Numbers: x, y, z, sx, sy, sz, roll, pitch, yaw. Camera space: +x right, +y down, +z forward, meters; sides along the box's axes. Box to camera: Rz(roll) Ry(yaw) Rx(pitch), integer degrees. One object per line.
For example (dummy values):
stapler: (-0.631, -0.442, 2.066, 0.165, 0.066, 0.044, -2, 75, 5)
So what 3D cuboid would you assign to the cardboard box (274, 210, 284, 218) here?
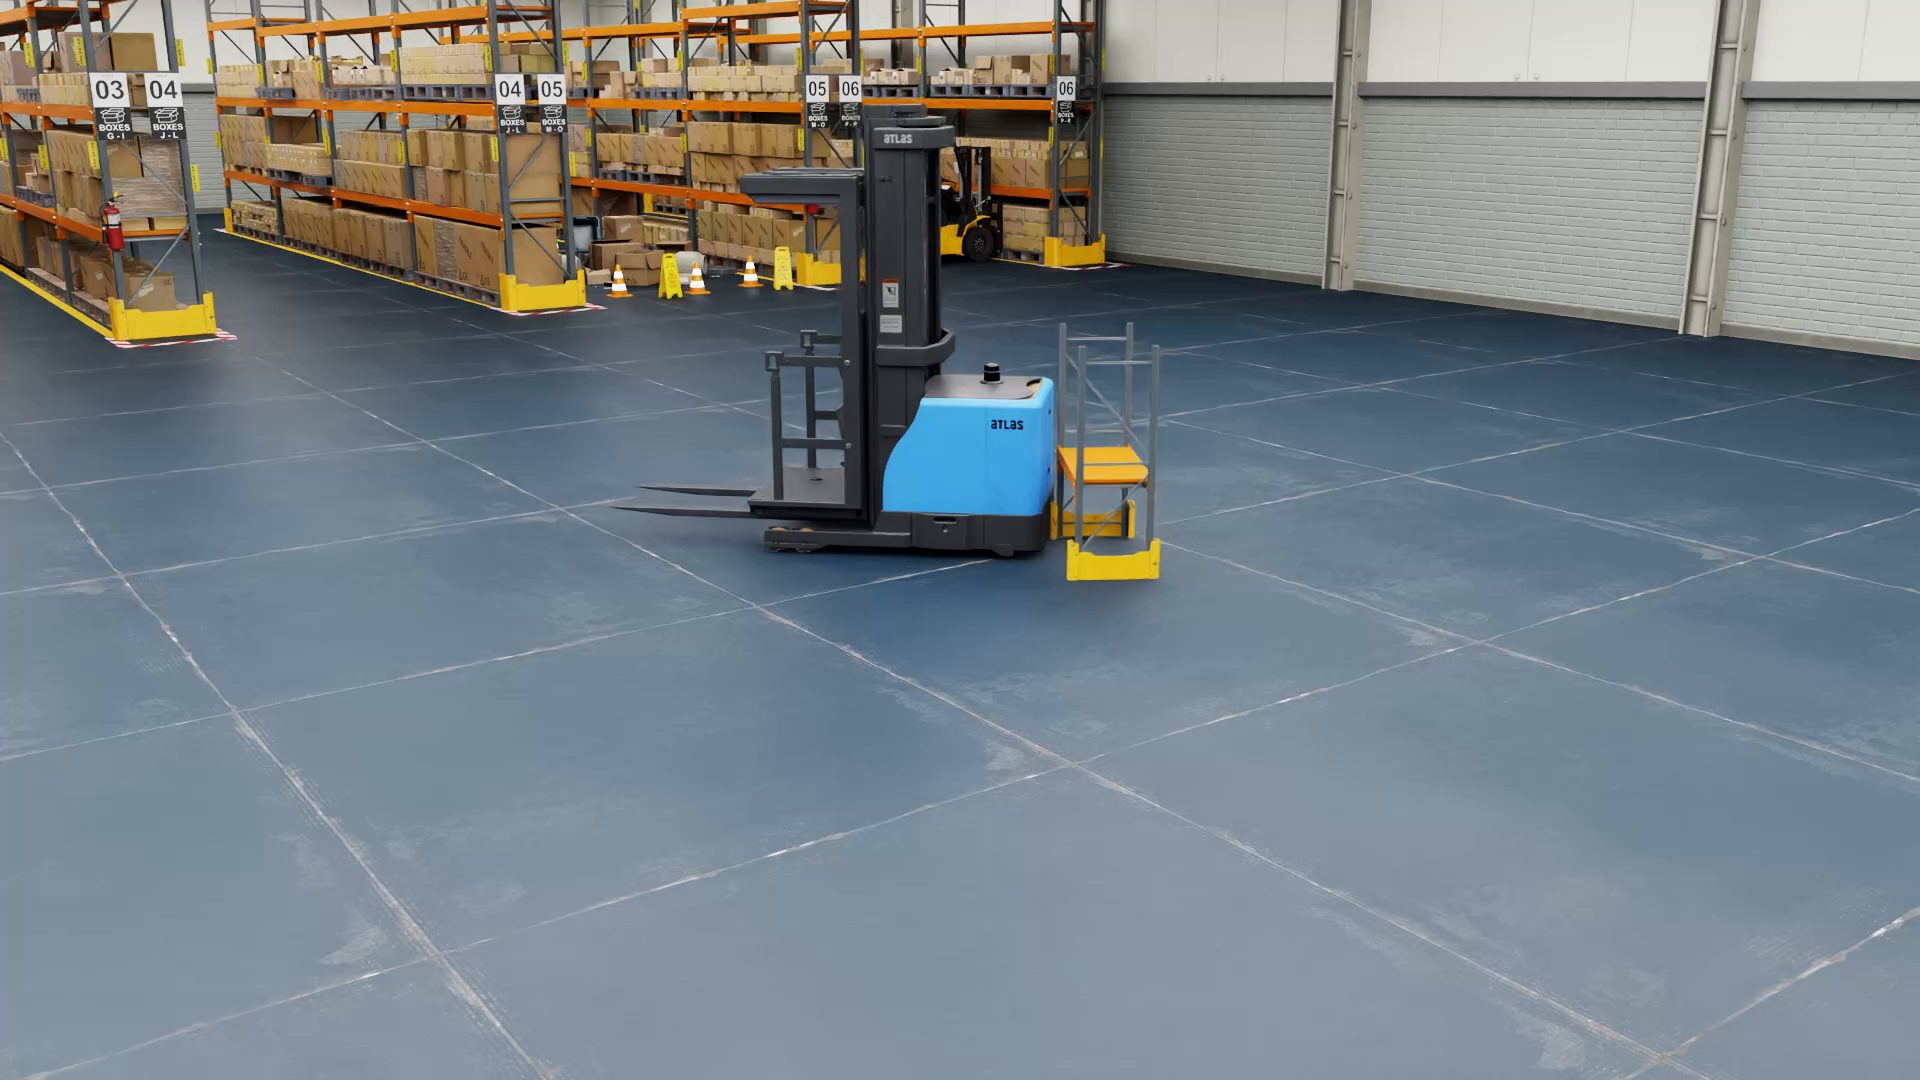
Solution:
cardboard box: (-13.418, -6.486, 33.068, 0.380, 0.149, 0.250, -10, 18, -33)

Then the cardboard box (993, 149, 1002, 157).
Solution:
cardboard box: (0.811, -6.996, 30.037, 0.380, 0.149, 0.250, -11, 19, -34)

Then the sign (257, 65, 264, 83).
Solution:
sign: (-13.432, -8.946, 31.918, 0.100, 0.325, 0.005, -11, 19, -35)

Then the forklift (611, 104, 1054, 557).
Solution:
forklift: (-0.889, -1.460, 11.360, 3.031, 2.935, 1.130, 2, 15, 8)

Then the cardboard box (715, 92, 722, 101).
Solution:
cardboard box: (-3.906, -7.478, 28.011, 0.380, 0.149, 0.250, -10, 18, -33)

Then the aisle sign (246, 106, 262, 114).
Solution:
aisle sign: (-15.150, -9.506, 35.701, 0.394, 0.787, 0.004, -11, 19, -35)

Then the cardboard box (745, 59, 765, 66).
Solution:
cardboard box: (-4.623, -10.710, 37.487, 0.396, 0.266, 0.258, -11, 19, -35)

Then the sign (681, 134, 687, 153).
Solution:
sign: (-4.796, -6.889, 28.870, 0.100, 0.325, 0.005, -11, 19, -35)

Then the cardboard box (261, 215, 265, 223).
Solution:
cardboard box: (-14.015, -6.555, 33.885, 0.380, 0.149, 0.250, -10, 18, -33)

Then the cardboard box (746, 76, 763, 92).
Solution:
cardboard box: (-3.120, -7.366, 26.846, 0.500, 0.250, 0.500, -10, 18, -33)

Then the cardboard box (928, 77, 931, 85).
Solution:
cardboard box: (-0.677, -8.977, 32.500, 0.380, 0.149, 0.250, -11, 19, -35)

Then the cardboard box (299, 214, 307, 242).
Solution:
cardboard box: (-12.147, -5.911, 31.431, 0.500, 0.500, 0.500, -10, 18, -34)

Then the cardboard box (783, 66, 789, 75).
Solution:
cardboard box: (-2.556, -7.361, 26.071, 0.380, 0.149, 0.250, -10, 18, -34)

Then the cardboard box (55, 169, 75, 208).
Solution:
cardboard box: (-11.886, -4.853, 22.872, 0.875, 0.500, 0.500, -11, 19, -35)

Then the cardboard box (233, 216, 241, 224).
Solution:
cardboard box: (-15.301, -6.856, 35.547, 0.380, 0.149, 0.250, -10, 18, -33)

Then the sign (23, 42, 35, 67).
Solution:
sign: (-12.812, -6.678, 22.887, 0.100, 0.325, 0.005, -11, 19, -35)

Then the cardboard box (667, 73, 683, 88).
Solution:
cardboard box: (-4.810, -8.096, 29.282, 0.500, 0.250, 0.500, -11, 19, -36)

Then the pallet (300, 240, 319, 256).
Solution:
pallet: (-11.817, -5.564, 31.505, 1.003, 0.211, 1.213, -11, 19, -35)

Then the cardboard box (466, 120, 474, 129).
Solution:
cardboard box: (-10.735, -9.146, 37.225, 0.500, 0.500, 0.500, -11, 19, -35)

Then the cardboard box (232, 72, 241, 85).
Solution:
cardboard box: (-14.408, -9.342, 33.683, 0.500, 0.250, 0.500, -12, 19, -37)

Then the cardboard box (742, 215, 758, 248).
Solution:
cardboard box: (-3.280, -5.152, 27.708, 0.500, 0.500, 0.500, -11, 19, -36)

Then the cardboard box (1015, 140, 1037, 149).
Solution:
cardboard box: (1.202, -7.047, 29.660, 0.380, 0.149, 0.250, -11, 19, -34)

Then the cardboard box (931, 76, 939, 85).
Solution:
cardboard box: (-0.319, -8.622, 31.205, 0.380, 0.149, 0.250, -10, 18, -33)

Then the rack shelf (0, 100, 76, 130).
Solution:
rack shelf: (-13.542, -6.406, 24.980, 1.077, 0.370, 4.000, -11, 19, -35)

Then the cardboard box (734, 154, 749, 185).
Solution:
cardboard box: (-3.404, -6.154, 27.626, 0.500, 0.500, 0.500, -11, 19, -34)

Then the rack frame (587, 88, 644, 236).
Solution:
rack frame: (-6.701, -7.271, 32.461, 1.000, 3.000, 0.127, -11, 19, -35)

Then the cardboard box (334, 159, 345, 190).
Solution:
cardboard box: (-10.600, -6.392, 29.059, 0.500, 0.500, 0.500, -11, 19, -34)

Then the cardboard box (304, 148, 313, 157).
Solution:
cardboard box: (-11.605, -6.993, 29.998, 0.380, 0.149, 0.250, -10, 18, -33)

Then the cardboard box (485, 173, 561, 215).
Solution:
cardboard box: (-6.197, -4.918, 23.578, 0.875, 0.550, 0.550, -11, 19, -35)

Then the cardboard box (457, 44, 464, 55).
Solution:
cardboard box: (-6.865, -6.917, 23.464, 0.380, 0.149, 0.250, -10, 18, -34)

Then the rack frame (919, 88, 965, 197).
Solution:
rack frame: (-0.337, -7.189, 32.158, 1.000, 3.000, 0.127, -11, 19, -35)

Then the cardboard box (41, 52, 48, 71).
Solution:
cardboard box: (-13.117, -6.895, 24.413, 0.797, 0.503, 0.637, -10, 18, -32)

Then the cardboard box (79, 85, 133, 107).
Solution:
cardboard box: (-10.503, -5.463, 20.456, 0.500, 0.250, 0.500, -10, 18, -33)

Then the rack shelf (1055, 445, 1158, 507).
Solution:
rack shelf: (0.954, -0.434, 11.004, 0.538, 0.185, 1.000, -1, 15, -3)

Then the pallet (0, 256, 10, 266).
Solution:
pallet: (-16.555, -5.089, 29.771, 1.003, 0.211, 1.213, -11, 19, -35)

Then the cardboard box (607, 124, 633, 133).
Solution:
cardboard box: (-6.794, -7.945, 32.840, 0.500, 0.500, 0.500, -12, 19, -36)

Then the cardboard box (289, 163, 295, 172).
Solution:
cardboard box: (-12.221, -6.929, 30.891, 0.380, 0.149, 0.250, -12, 19, -37)

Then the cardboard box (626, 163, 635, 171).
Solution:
cardboard box: (-6.048, -7.022, 31.231, 0.380, 0.149, 0.250, -10, 18, -31)

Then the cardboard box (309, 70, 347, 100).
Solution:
cardboard box: (-11.187, -8.059, 29.467, 0.500, 0.500, 0.500, -11, 19, -35)

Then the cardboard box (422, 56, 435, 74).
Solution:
cardboard box: (-7.638, -7.033, 24.644, 0.500, 0.250, 0.500, -11, 19, -35)

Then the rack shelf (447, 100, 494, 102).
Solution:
rack shelf: (-10.229, -9.652, 36.841, 1.077, 0.370, 4.000, -11, 19, -35)

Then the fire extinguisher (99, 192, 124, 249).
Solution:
fire extinguisher: (-10.319, -3.892, 20.259, 0.296, 0.674, 0.183, -11, 19, -35)

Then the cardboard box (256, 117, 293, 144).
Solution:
cardboard box: (-13.493, -8.068, 32.725, 0.500, 0.500, 0.500, -12, 19, -36)

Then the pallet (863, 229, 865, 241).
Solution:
pallet: (-1.523, -6.256, 34.032, 1.003, 0.211, 1.213, -11, 19, -35)

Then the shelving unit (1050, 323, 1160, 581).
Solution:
shelving unit: (0.953, -0.610, 10.965, 0.587, 1.500, 1.083, -1, 15, -3)

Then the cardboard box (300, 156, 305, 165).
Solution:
cardboard box: (-11.767, -6.907, 30.247, 0.380, 0.149, 0.250, -11, 19, -34)

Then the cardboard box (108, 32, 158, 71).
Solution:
cardboard box: (-10.668, -6.263, 21.397, 0.500, 0.500, 0.500, -11, 19, -35)

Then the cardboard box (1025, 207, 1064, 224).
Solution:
cardboard box: (1.492, -5.743, 29.396, 0.500, 0.250, 0.500, -10, 18, -33)

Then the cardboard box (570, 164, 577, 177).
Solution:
cardboard box: (-7.522, -7.373, 33.118, 0.500, 0.250, 0.500, -10, 18, -34)

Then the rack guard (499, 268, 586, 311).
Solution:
rack guard: (-5.928, -3.562, 23.645, 1.175, 0.500, 0.348, -11, 19, -35)

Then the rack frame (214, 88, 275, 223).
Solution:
rack frame: (-15.350, -8.190, 35.817, 1.000, 3.000, 0.127, -11, 19, -35)

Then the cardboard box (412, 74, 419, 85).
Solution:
cardboard box: (-8.056, -6.965, 25.150, 0.380, 0.149, 0.250, -11, 19, -35)

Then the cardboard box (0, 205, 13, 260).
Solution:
cardboard box: (-15.624, -5.253, 28.316, 1.225, 0.875, 0.875, -11, 19, -34)
